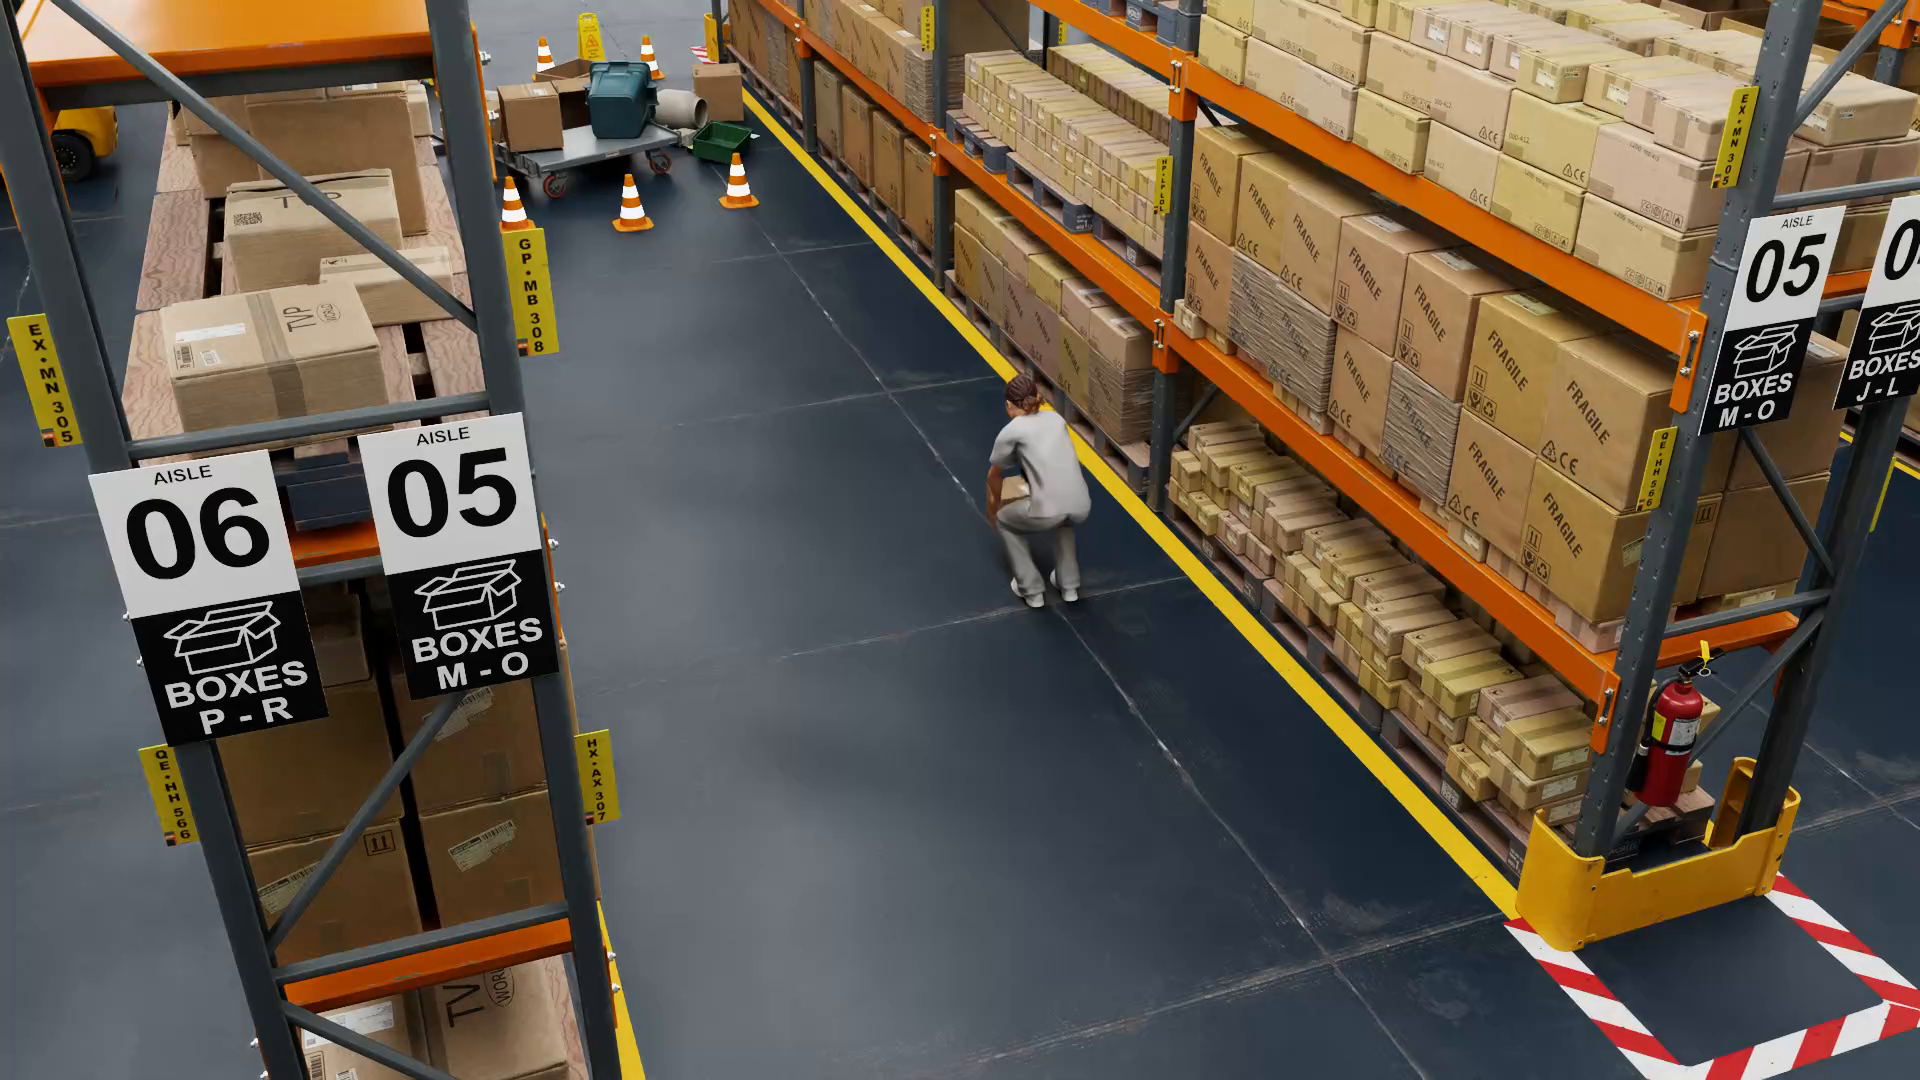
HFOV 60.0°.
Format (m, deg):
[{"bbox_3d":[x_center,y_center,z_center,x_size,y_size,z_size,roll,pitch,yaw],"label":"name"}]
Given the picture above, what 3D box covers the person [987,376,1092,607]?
[{"bbox_3d":[0.428,-0.251,9.235,0.496,1.221,0.716,-10,32,-18],"label":"person"}]
